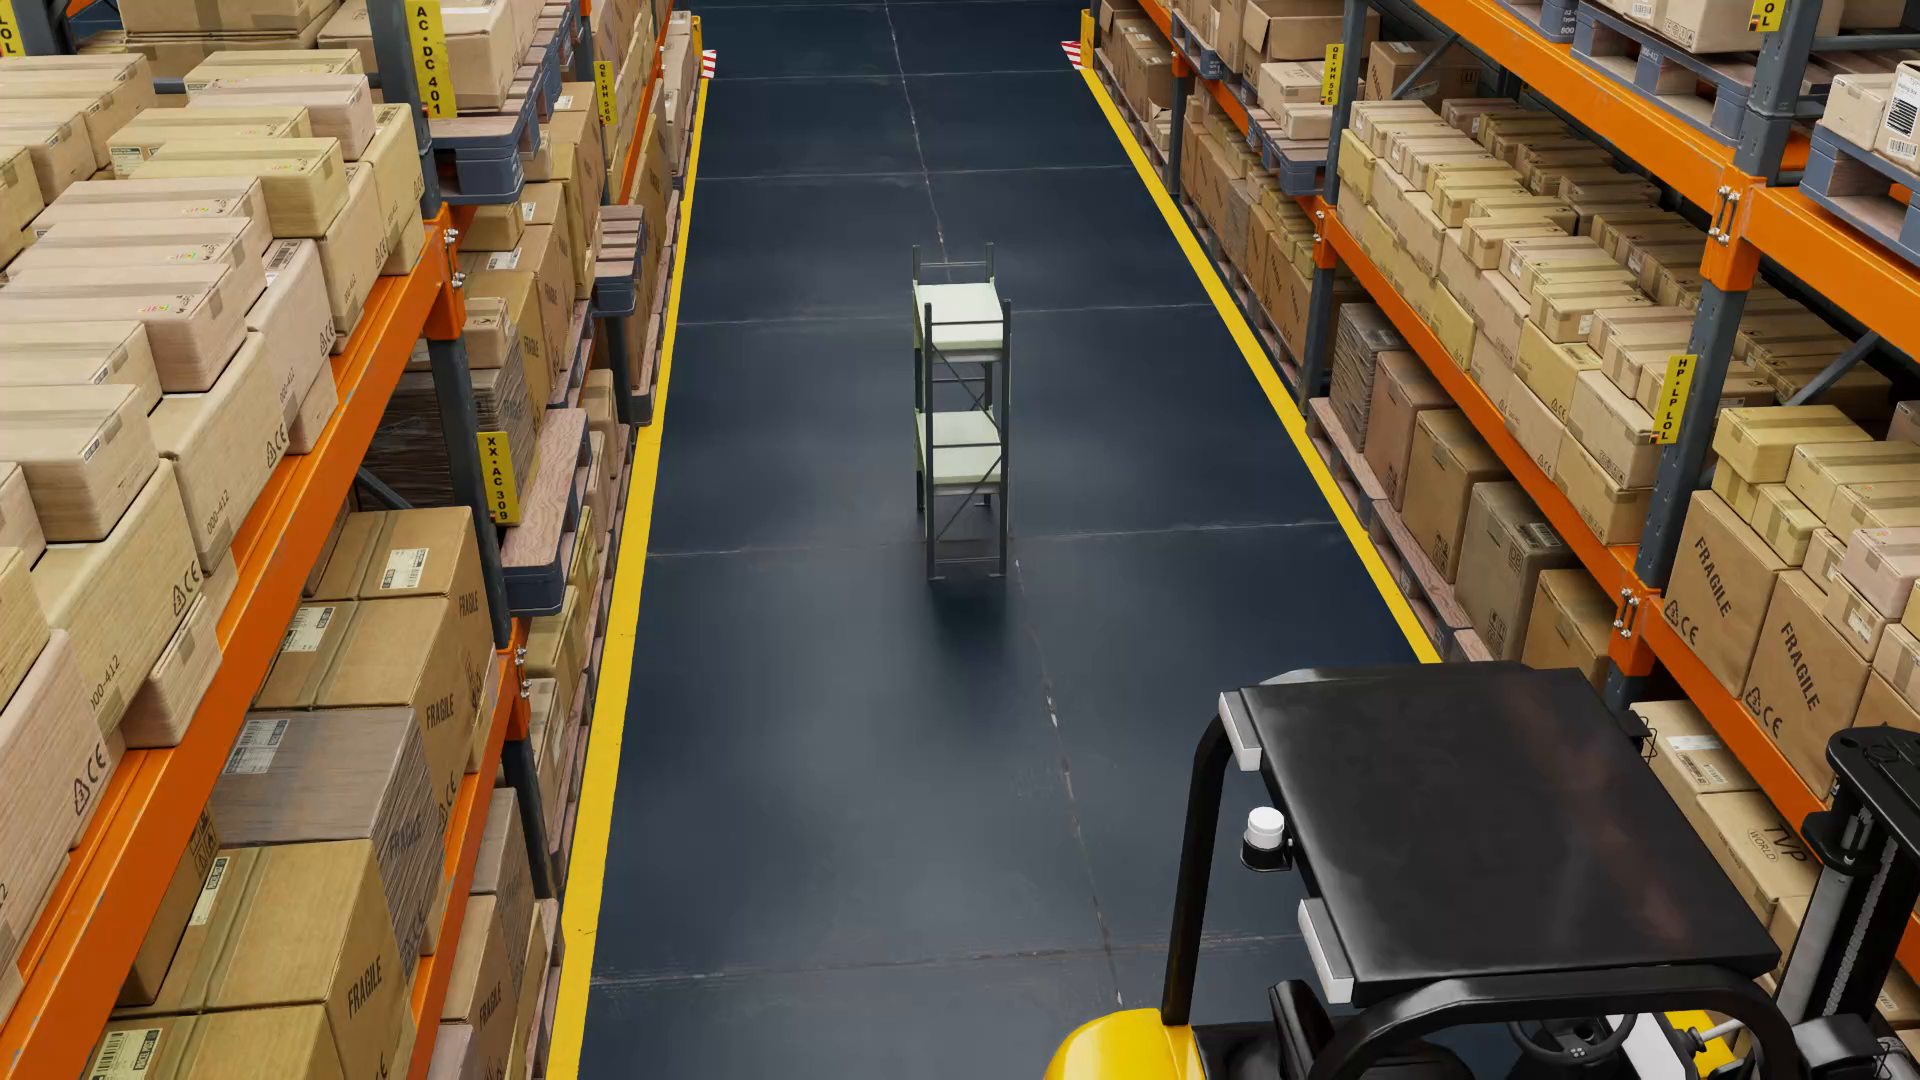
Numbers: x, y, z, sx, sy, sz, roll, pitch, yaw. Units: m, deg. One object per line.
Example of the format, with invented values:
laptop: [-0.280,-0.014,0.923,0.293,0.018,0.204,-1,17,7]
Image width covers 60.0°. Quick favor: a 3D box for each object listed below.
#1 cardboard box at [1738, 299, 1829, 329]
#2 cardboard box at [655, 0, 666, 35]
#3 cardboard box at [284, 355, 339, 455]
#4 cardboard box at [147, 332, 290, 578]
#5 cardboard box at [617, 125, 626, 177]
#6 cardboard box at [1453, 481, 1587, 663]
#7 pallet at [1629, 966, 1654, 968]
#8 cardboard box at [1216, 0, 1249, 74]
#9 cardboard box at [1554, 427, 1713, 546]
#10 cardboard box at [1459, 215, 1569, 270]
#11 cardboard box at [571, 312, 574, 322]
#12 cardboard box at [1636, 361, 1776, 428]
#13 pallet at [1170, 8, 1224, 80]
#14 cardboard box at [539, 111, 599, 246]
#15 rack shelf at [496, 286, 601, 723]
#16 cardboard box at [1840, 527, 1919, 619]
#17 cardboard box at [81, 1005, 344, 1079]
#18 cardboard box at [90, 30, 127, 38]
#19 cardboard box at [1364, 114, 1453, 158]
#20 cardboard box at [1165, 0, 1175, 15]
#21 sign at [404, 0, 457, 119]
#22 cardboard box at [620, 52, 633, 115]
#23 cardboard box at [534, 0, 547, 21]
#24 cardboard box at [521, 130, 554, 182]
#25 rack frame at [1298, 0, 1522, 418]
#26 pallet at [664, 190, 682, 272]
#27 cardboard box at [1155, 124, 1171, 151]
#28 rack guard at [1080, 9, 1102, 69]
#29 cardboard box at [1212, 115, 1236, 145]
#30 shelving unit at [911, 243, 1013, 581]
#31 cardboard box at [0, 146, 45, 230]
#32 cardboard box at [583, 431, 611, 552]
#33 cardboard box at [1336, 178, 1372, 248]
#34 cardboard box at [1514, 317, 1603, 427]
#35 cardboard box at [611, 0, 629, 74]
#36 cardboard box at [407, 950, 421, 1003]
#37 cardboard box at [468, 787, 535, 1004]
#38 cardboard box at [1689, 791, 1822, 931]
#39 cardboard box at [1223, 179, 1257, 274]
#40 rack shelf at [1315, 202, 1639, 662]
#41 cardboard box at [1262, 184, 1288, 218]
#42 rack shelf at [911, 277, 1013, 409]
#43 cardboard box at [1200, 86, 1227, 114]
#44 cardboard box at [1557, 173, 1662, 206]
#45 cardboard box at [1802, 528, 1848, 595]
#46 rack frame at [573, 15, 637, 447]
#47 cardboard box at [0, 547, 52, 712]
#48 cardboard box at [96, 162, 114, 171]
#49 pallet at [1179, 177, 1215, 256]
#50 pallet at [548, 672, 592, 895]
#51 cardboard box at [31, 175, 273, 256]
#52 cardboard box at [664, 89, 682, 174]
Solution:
cardboard box: [3.111,-0.814,6.458,0.380,0.149,0.250,-3,31,-5]
cardboard box: [-2.547,-4.176,12.719,0.500,0.500,0.500,-2,31,-3]
cardboard box: [-1.601,-0.304,3.653,0.380,0.149,0.250,-2,31,-3]
cardboard box: [-1.563,-0.157,3.019,0.500,0.250,0.500,-2,31,-4]
cardboard box: [-2.251,-2.297,9.817,0.500,0.250,0.500,-4,31,-6]
cardboard box: [2.800,0.141,7.496,0.875,0.625,0.625,-3,31,-5]
pallet: [2.958,1.569,5.917,1.003,0.211,1.213,-3,31,-5]
cardboard box: [2.122,-3.421,11.045,0.700,0.500,0.500,-3,31,-5]
cardboard box: [2.618,-0.217,6.334,0.500,0.250,0.500,-2,31,-3]
cardboard box: [2.421,-1.304,7.278,0.380,0.149,0.250,-4,31,-6]
cardboard box: [-1.902,-0.968,7.280,0.380,0.149,0.250,-4,31,-6]
cardboard box: [2.672,-0.521,5.968,0.380,0.149,0.250,-2,31,-3]
pallet: [2.144,-3.625,12.081,1.003,0.211,1.213,-3,31,-5]
cardboard box: [-2.012,-1.707,7.886,0.500,0.500,0.500,-3,31,-5]
rack shelf: [-2.203,-0.509,7.378,1.077,0.370,4.000,-3,31,-5]
cardboard box: [2.729,0.087,4.659,0.380,0.149,0.250,-2,31,-3]
cardboard box: [-1.511,1.296,3.268,0.500,0.500,0.500,-3,31,-6]
cardboard box: [-7.755,-4.588,15.296,0.380,0.149,0.250,-2,31,-4]
cardboard box: [2.314,-2.087,8.588,0.380,0.149,0.250,-2,31,-4]
cardboard box: [1.851,-4.295,13.261,0.380,0.149,0.250,-2,31,-3]
sign: [-1.477,-1.336,4.632,0.100,0.325,0.005,-3,31,-5]
cardboard box: [-2.273,-2.778,10.135,0.500,0.250,0.500,-3,31,-5]
cardboard box: [-1.789,-2.033,6.039,0.500,0.250,0.500,-3,31,-5]
cardboard box: [-1.956,-1.646,7.151,0.380,0.149,0.250,-4,31,-7]
rack frame: [2.552,-2.078,9.304,1.000,3.000,0.127,-3,31,-5]
pallet: [-2.617,-2.293,12.384,1.003,0.211,1.213,-3,31,-5]
cardboard box: [1.833,-3.347,13.799,0.380,0.149,0.250,-4,31,-6]
rack guard: [1.811,-5.051,16.719,1.175,0.500,0.348,-3,31,-5]
cardboard box: [2.085,-3.042,12.313,0.380,0.149,0.250,-4,31,-7]
shelving unit: [0.001,-0.640,8.360,0.431,1.500,0.755,-3,31,-5]
cardboard box: [-2.245,-0.740,3.606,0.380,0.149,0.250,-3,31,-5]
cardboard box: [-2.270,-0.226,8.355,0.950,0.372,0.625,-3,31,-6]
cardboard box: [2.350,-1.776,8.944,0.500,0.250,0.500,-3,31,-4]
cardboard box: [2.570,-0.687,6.634,0.500,0.250,0.500,-4,31,-6]
cardboard box: [-2.282,-3.092,9.929,0.500,0.500,0.500,-2,31,-3]
cardboard box: [-1.591,1.112,4.209,0.380,0.149,0.250,-3,31,-5]
cardboard box: [-1.694,1.171,5.405,0.500,0.500,0.500,-3,31,-5]
cardboard box: [2.696,1.058,5.350,0.500,0.250,0.500,-3,31,-5]
cardboard box: [2.143,-2.178,11.500,0.500,0.500,0.500,-4,31,-6]
rack shelf: [2.738,-0.748,7.779,1.077,0.370,4.000,-3,31,-5]
cardboard box: [2.213,-2.243,10.975,0.380,0.149,0.250,-3,31,-5]
rack shelf: [0.001,-0.976,8.160,0.431,0.370,0.720,-3,31,-5]
cardboard box: [2.018,-3.308,12.468,0.380,0.149,0.250,-4,31,-7]
cardboard box: [3.028,-1.597,7.769,0.380,0.149,0.250,-3,31,-5]
cardboard box: [2.771,0.082,4.958,0.380,0.149,0.250,-3,31,-5]
rack frame: [-2.390,-1.839,8.903,1.000,3.000,0.127,-3,31,-5]
cardboard box: [-1.423,0.142,2.129,0.380,0.149,0.250,-3,31,-5]
cardboard box: [-2.248,-0.910,4.279,0.500,0.250,0.500,-3,31,-6]
pallet: [2.291,-2.510,12.746,1.003,0.211,1.213,-3,31,-5]
pallet: [-2.091,1.003,6.864,1.003,0.211,1.213,-3,31,-5]
cardboard box: [-1.657,-0.636,3.432,0.380,0.149,0.250,-3,31,-6]
cardboard box: [-2.716,-3.287,13.417,0.875,0.438,0.875,-3,31,-5]
